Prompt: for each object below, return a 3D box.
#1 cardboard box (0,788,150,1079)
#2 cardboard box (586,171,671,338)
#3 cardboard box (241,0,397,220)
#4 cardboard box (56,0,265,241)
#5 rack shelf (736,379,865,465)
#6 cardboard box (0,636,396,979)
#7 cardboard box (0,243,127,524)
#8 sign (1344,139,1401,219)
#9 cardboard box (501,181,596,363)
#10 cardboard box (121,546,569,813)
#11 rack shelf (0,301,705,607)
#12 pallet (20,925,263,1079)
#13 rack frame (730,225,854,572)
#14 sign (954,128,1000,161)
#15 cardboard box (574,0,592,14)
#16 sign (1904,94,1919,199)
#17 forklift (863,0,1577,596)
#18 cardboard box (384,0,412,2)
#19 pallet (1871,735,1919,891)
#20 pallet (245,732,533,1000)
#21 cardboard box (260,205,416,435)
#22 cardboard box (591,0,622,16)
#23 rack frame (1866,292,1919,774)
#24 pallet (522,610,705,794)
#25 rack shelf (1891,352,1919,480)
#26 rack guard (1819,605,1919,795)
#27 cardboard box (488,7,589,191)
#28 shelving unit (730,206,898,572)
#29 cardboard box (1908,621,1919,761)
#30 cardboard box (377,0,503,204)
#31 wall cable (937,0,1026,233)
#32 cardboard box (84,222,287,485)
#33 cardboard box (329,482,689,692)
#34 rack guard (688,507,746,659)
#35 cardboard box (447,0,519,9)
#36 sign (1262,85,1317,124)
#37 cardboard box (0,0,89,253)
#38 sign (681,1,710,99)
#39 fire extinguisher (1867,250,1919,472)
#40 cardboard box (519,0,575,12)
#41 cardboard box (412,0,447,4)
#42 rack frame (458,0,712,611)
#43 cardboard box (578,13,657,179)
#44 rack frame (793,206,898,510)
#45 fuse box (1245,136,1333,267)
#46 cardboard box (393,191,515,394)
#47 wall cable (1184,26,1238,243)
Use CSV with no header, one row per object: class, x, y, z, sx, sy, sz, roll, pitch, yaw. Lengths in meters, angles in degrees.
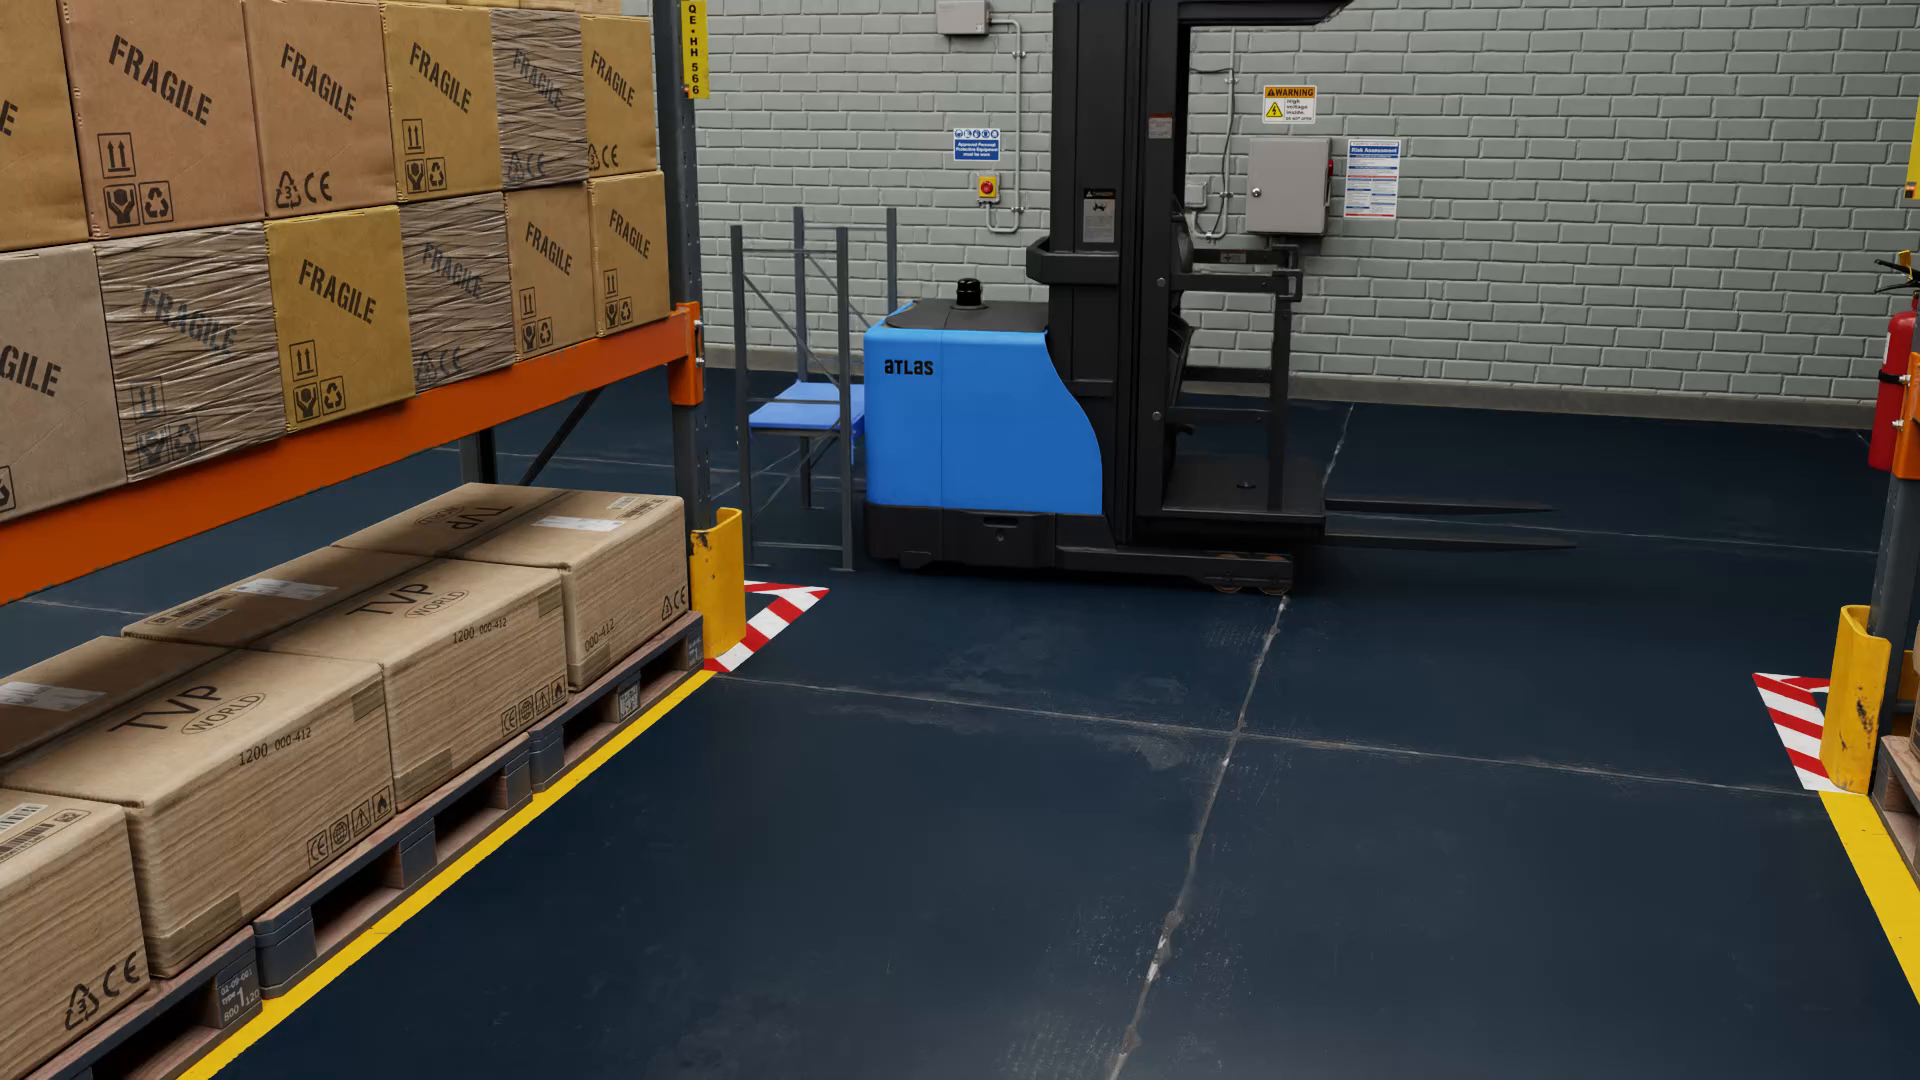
cardboard box,-2.292,0.847,3.271,0.875,0.438,0.875,4,16,15
cardboard box,-1.320,-0.975,5.588,0.500,0.500,0.500,5,17,16
cardboard box,-1.755,-1.059,4.050,0.500,0.500,0.500,5,16,15
cardboard box,-1.900,-0.927,3.586,0.500,0.500,0.500,5,17,17
rack shelf,-0.635,-0.560,7.713,0.538,0.185,1.000,3,16,9
cardboard box,-2.039,0.613,4.097,0.875,0.438,0.875,4,16,14
cardboard box,-2.042,-0.309,3.240,0.500,0.500,0.500,5,17,16
sign,2.648,-2.320,10.686,0.329,0.494,0.001,5,16,16
cardboard box,-1.477,-0.845,5.129,0.500,0.500,0.500,4,16,15
cardboard box,-1.781,0.377,4.929,0.875,0.438,0.875,5,17,17
rack shelf,-2.005,-0.205,4.372,1.077,0.370,4.000,5,16,16
pallet,-2.283,1.121,3.490,1.003,0.211,1.213,5,16,16
rack frame,-0.718,-0.596,7.182,0.500,1.500,0.032,3,16,9
sign,0.114,-2.701,11.359,0.327,0.218,0.001,5,16,16
cardboard box,-1.396,-1.738,5.254,0.380,0.149,0.250,5,17,17
sign,2.803,-1.149,4.795,0.100,0.325,0.005,5,16,16
forklift,1.139,-1.332,7.156,3.031,2.935,1.130,3,16,10
cardboard box,-1.657,-1.468,4.303,0.380,0.149,0.250,5,17,17
pallet,3.076,0.880,4.340,1.003,0.211,1.213,5,16,16
pallet,-1.938,0.801,4.619,1.003,0.211,1.213,5,16,16
cardboard box,-1.748,-0.574,4.172,0.500,0.500,0.500,5,17,18
cardboard box,-1.347,-1.806,5.495,0.380,0.149,0.250,5,17,17
rack frame,3.323,-0.690,4.765,1.000,3.000,0.127,5,16,16
pallet,-1.589,0.483,5.741,1.003,0.211,1.213,5,16,16
rack shelf,2.755,0.179,3.019,1.077,0.370,4.000,5,16,16
rack guard,3.301,0.532,5.036,1.175,0.500,0.348,5,16,16
cardboard box,-1.466,-1.320,4.969,0.500,0.500,0.500,5,16,16
shelving unit,-0.635,-0.733,7.664,0.538,1.500,1.048,3,16,9
cardboard box,3.058,0.462,4.510,0.797,0.503,0.637,4,16,14
cardboard box,-1.610,-1.190,4.514,0.500,0.500,0.500,5,16,16
wall cable,0.143,-3.055,11.183,0.585,1.953,0.123,5,16,16
cardboard box,-1.895,-0.439,3.697,0.500,0.500,0.500,5,17,16
cardboard box,-1.529,0.137,5.775,0.875,0.438,0.875,4,16,14
rack guard,-1.430,0.122,6.482,1.175,0.500,0.348,5,16,16
cardboard box,-1.500,-1.601,4.772,0.380,0.149,0.250,5,17,17
sign,2.121,-2.806,10.711,0.339,0.242,0.001,5,16,16
cardboard box,-2.057,-0.794,3.116,0.500,0.500,0.500,4,16,15
sign,-0.921,-1.699,5.767,0.100,0.325,0.005,5,16,16
fire extinguisher,2.922,-0.548,5.089,0.296,0.674,0.183,5,16,16
cardboard box,-1.389,-1.663,4.993,0.380,0.149,0.250,4,16,15
cardboard box,-1.642,-1.538,4.550,0.380,0.149,0.250,4,16,15
rack frame,-1.437,-1.074,6.119,1.000,3.000,0.127,5,16,16
cardboard box,-1.346,-1.459,5.459,0.500,0.500,0.500,5,17,18
rack frame,-0.551,-0.869,8.146,0.500,1.500,0.032,3,16,9
fuse box,2.116,-1.730,10.793,0.539,1.711,0.414,5,16,16
cardboard box,-1.614,-0.710,4.652,0.500,0.500,0.500,5,17,17
wall cable,1.506,-2.933,10.811,0.588,1.984,0.122,5,16,16
